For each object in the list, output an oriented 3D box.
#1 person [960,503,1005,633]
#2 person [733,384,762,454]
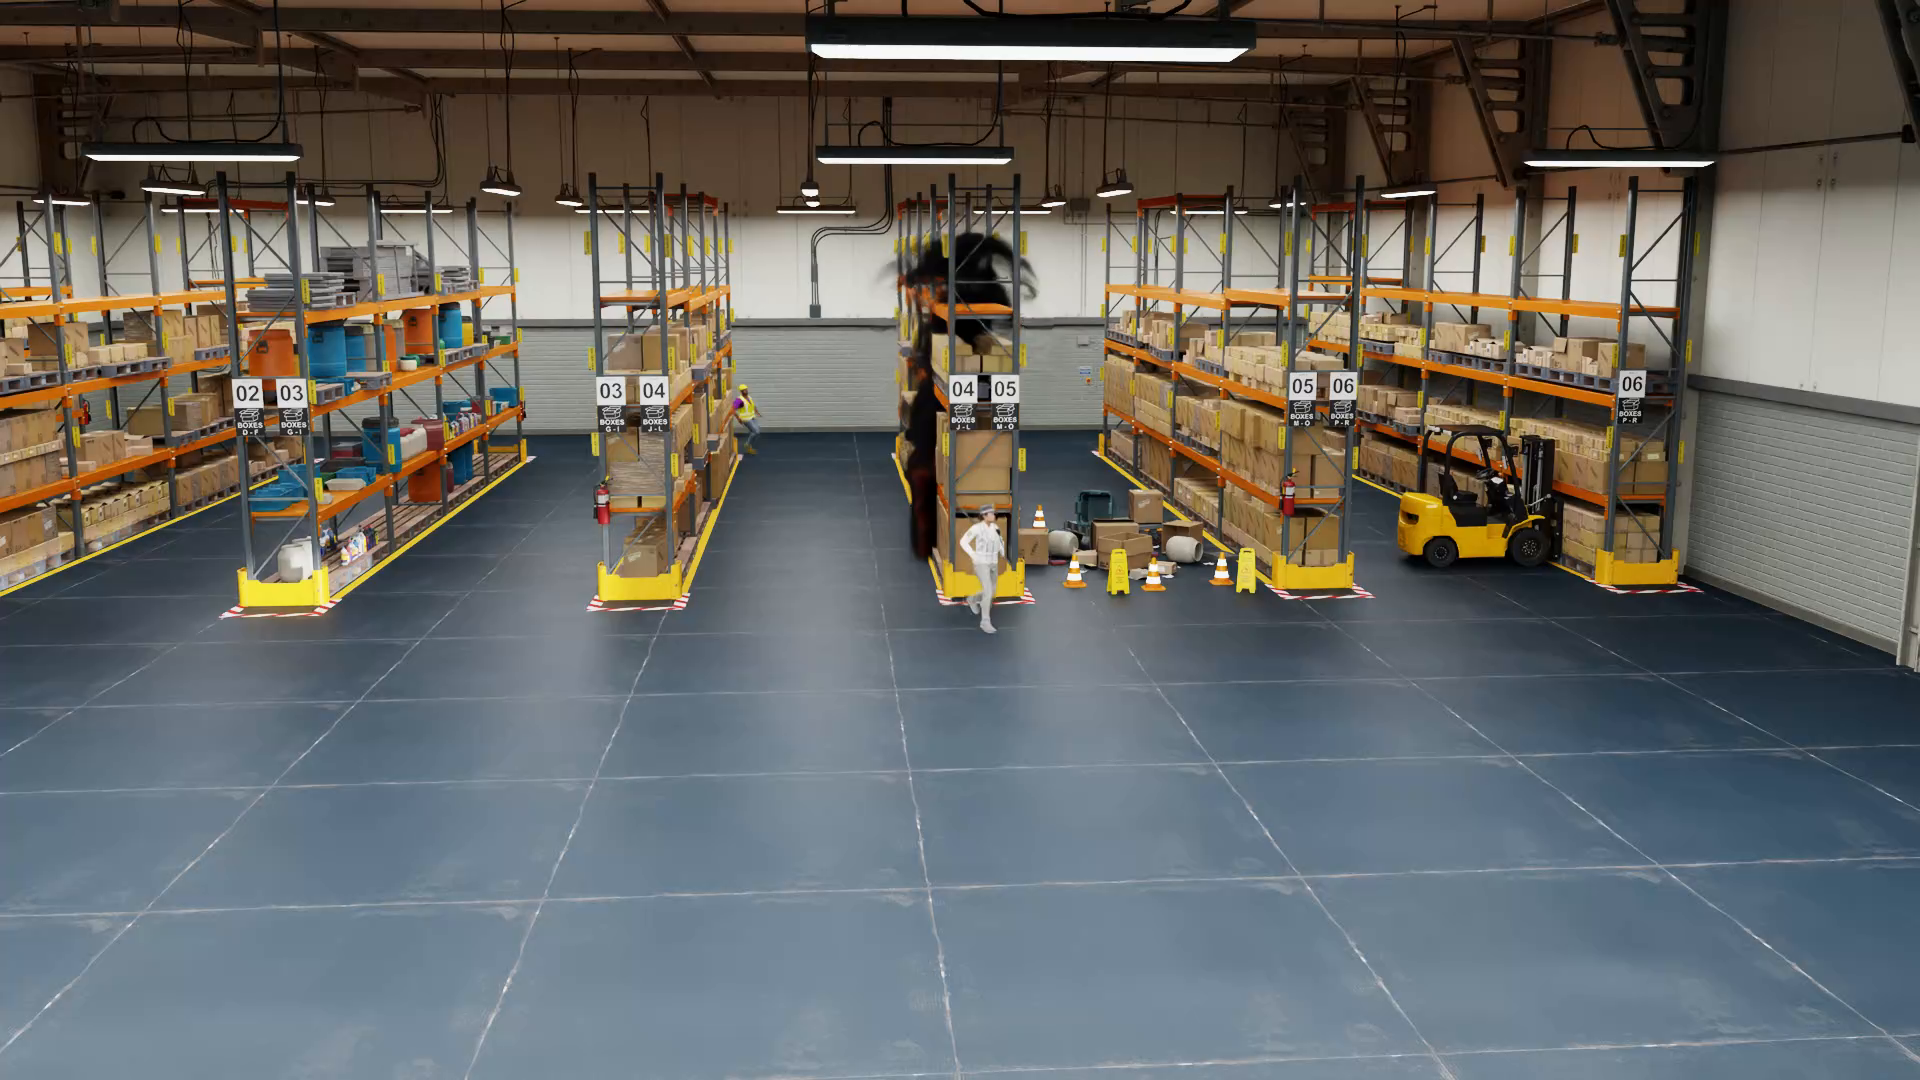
[{"bbox_3d":[0.327,0.332,22.171,0.641,1.678,0.805,-9,13,-41],"label":"person"},{"bbox_3d":[-5.110,-2.927,40.379,0.579,1.709,0.760,4,11,23],"label":"person"}]
